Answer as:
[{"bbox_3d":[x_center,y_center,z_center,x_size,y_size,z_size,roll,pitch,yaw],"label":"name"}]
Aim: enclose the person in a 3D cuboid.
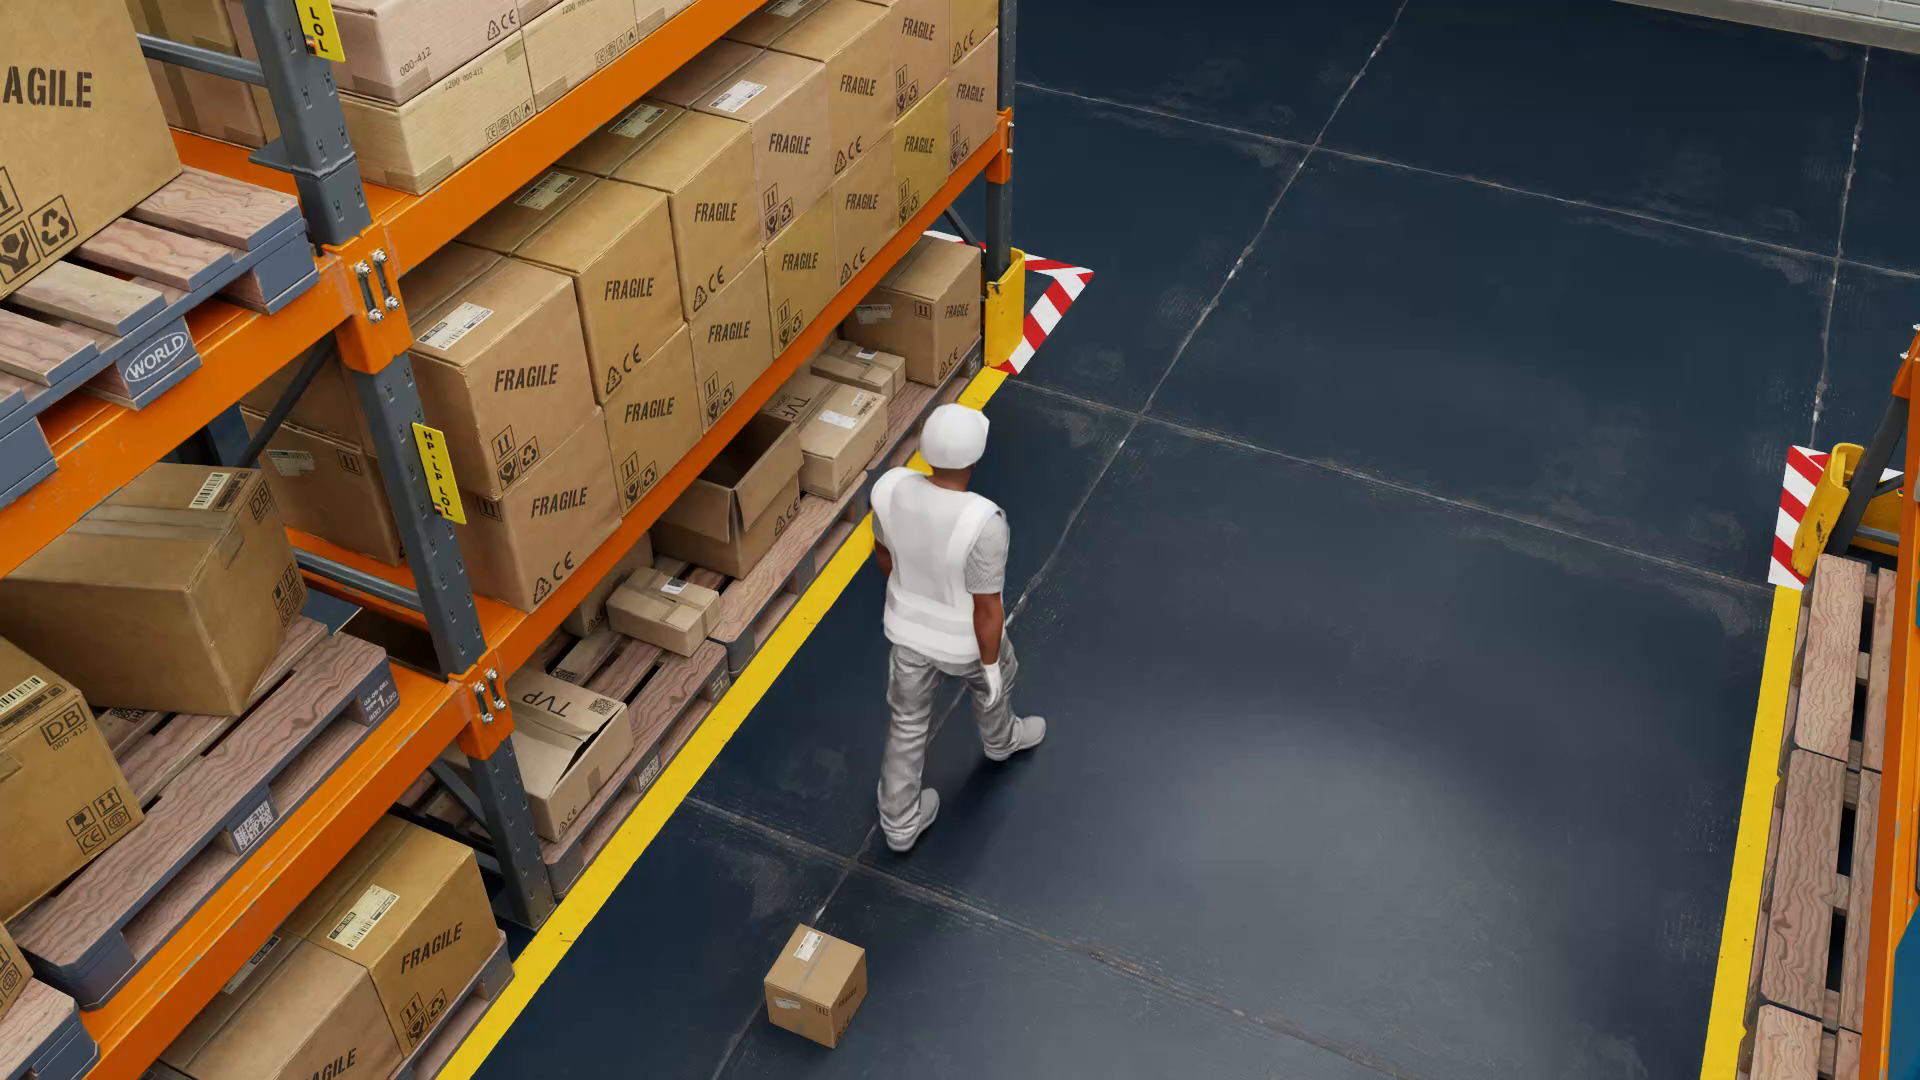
[{"bbox_3d":[-0.034,0.267,5.839,0.591,1.759,0.858,19,45,20],"label":"person"}]
